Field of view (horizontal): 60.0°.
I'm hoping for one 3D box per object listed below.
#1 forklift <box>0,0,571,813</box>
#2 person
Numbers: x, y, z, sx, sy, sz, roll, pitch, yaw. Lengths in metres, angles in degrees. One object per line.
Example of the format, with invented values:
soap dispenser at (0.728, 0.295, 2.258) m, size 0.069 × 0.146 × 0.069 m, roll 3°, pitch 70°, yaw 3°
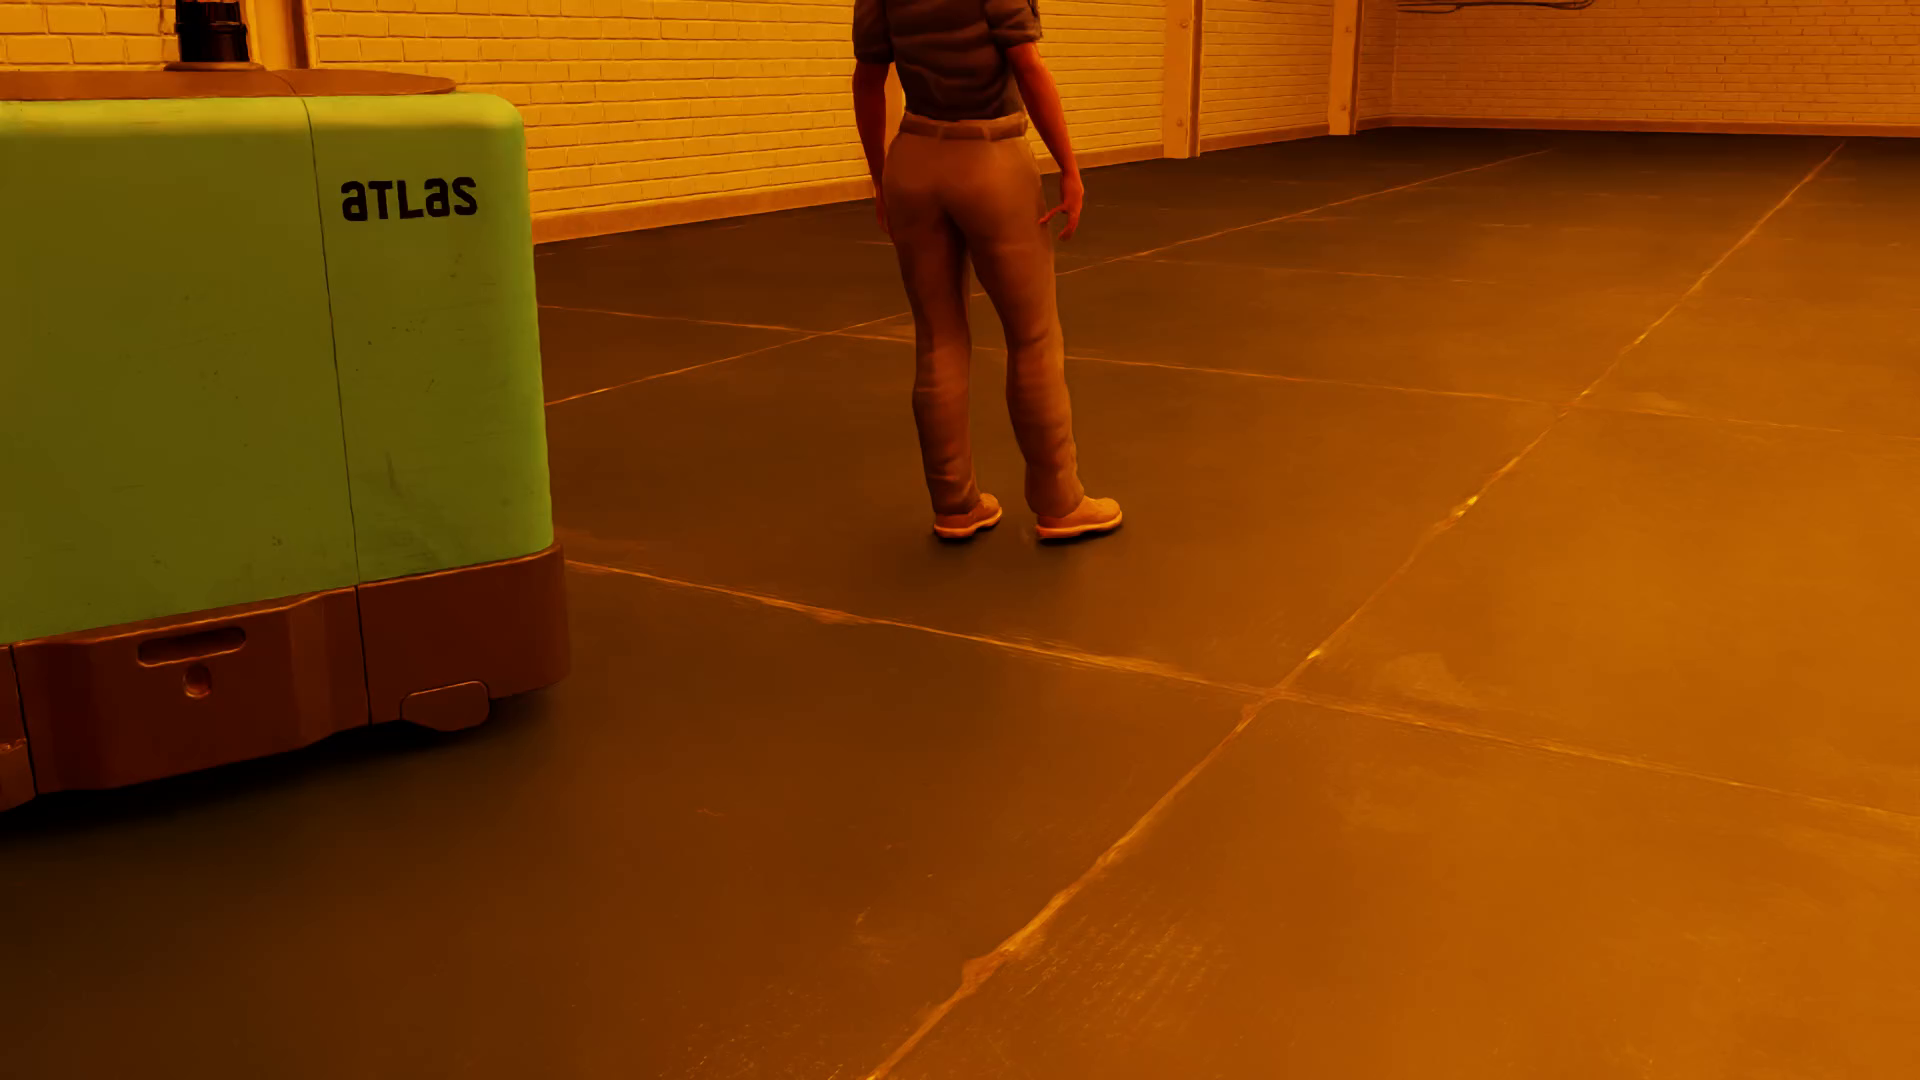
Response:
forklift at (-2.208, -0.975, 2.163) m, size 3.031 × 2.935 × 1.130 m, roll -11°, pitch 20°, yaw -32°
person at (0.061, -0.820, 3.868) m, size 0.569 × 1.655 × 0.504 m, roll 9°, pitch 19°, yaw 28°
